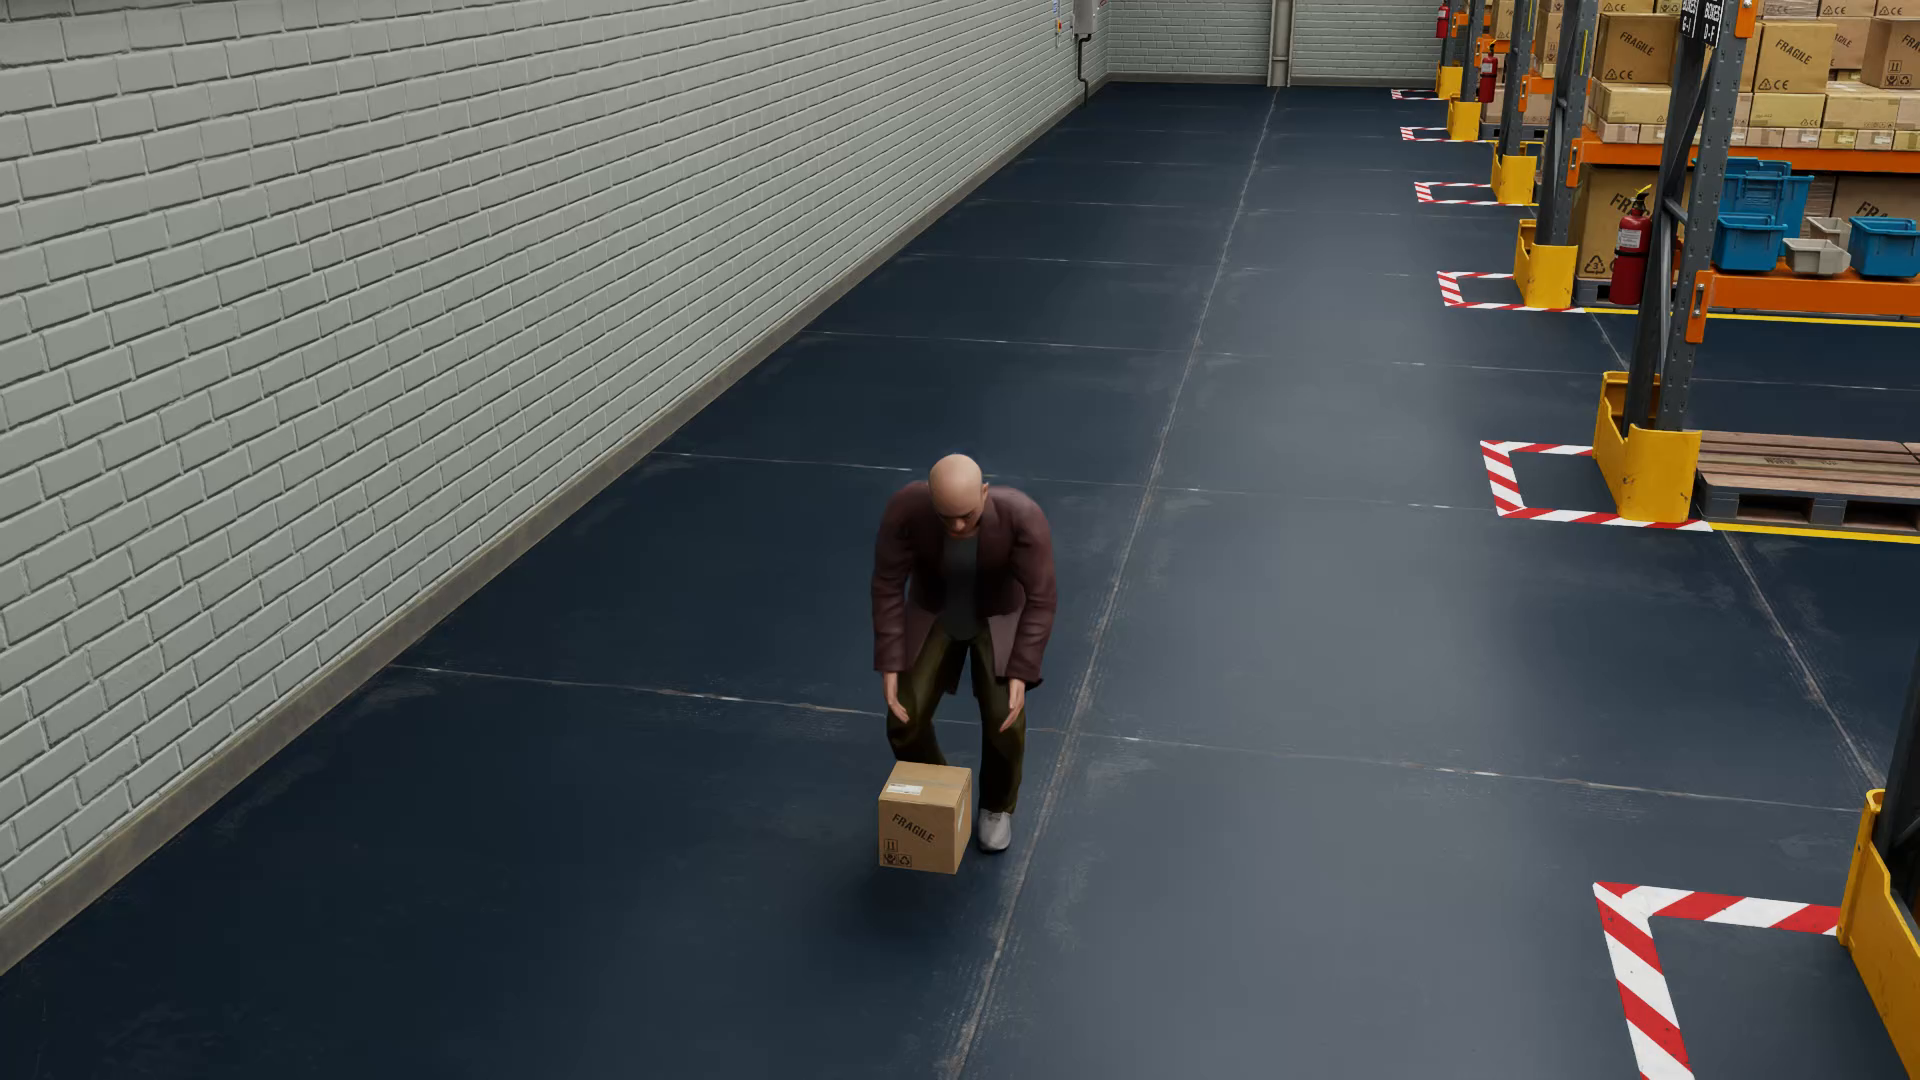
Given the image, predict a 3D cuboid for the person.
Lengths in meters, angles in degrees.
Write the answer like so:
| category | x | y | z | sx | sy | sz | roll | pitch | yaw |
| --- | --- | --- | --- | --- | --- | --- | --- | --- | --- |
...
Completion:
| category | x | y | z | sx | sy | sz | roll | pitch | yaw |
| --- | --- | --- | --- | --- | --- | --- | --- | --- | --- |
| person | 0.027 | 0.348 | 5.641 | 0.630 | 1.470 | 0.680 | 4 | 22 | 11 |
